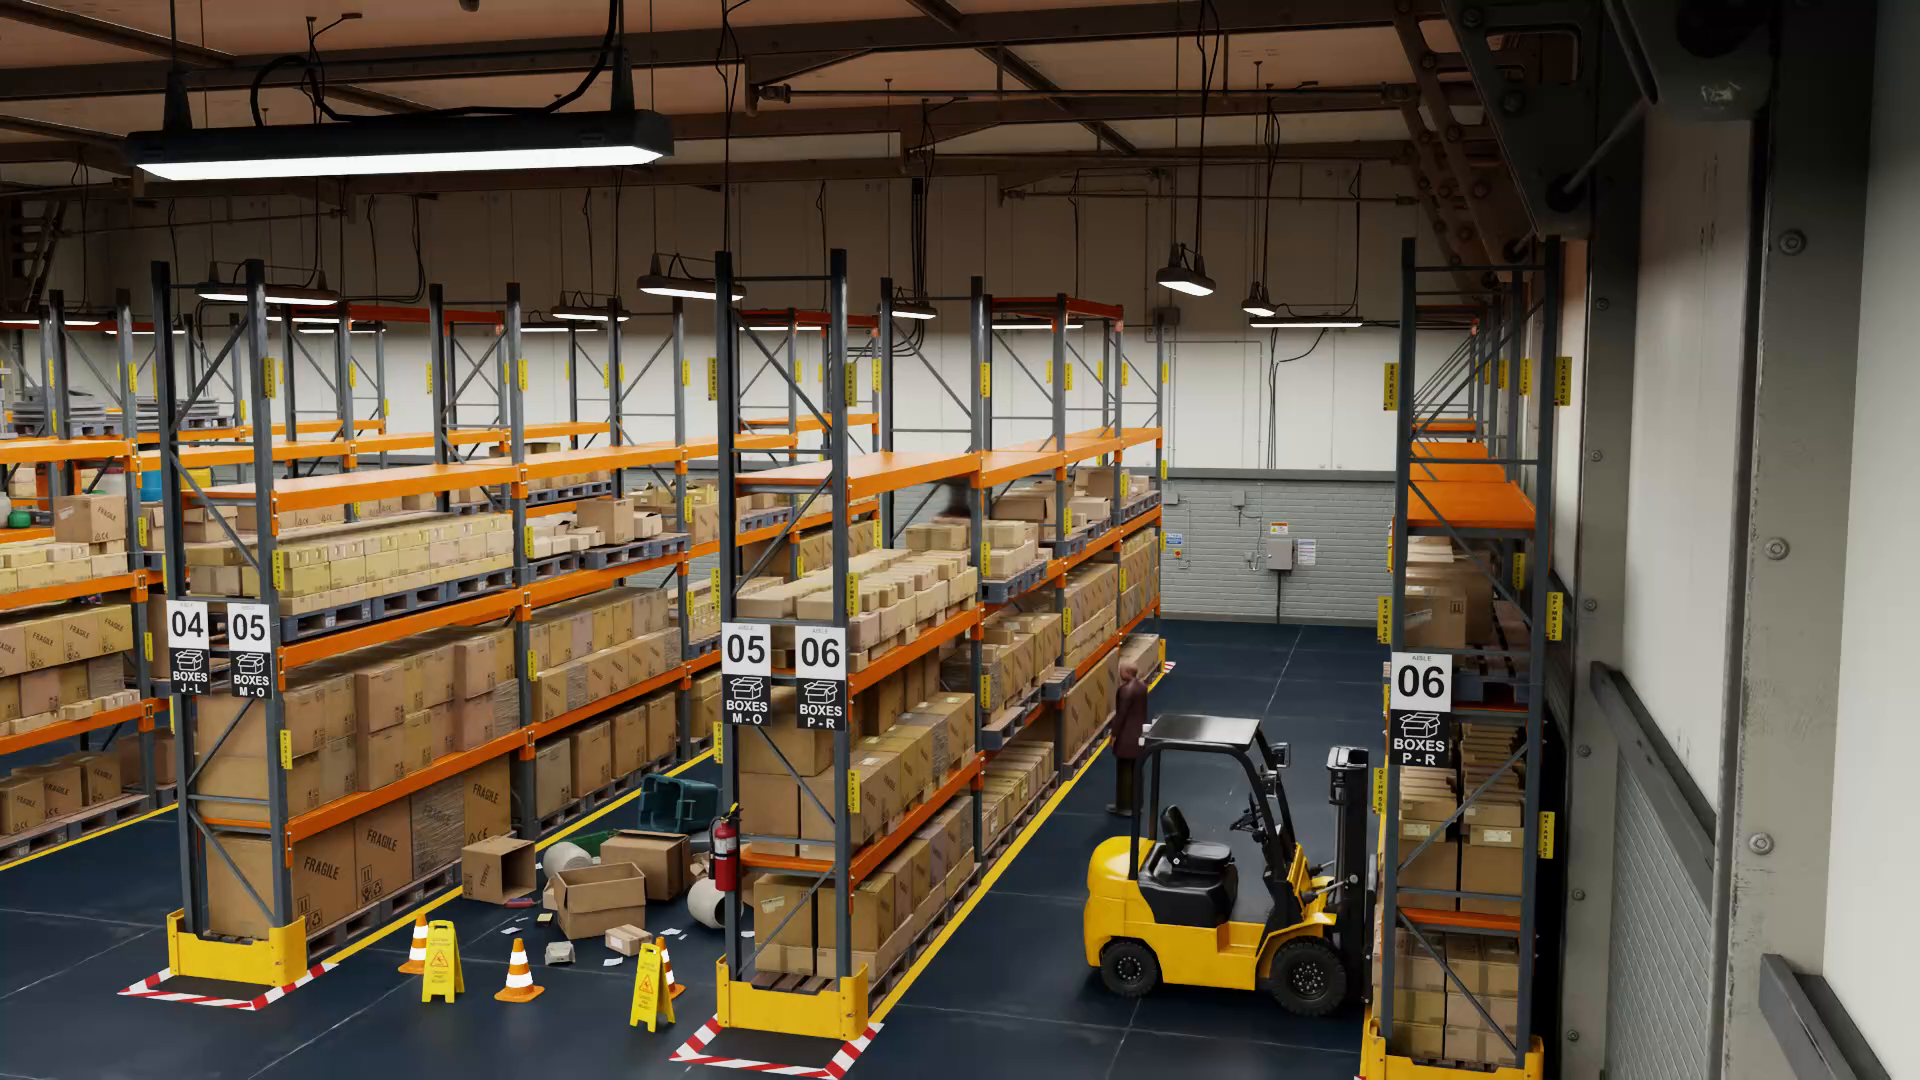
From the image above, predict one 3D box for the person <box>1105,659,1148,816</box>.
[{"bbox_3d":[1.925,2.257,19.116,0.431,1.791,0.580,4,7,35],"label":"person"}]
